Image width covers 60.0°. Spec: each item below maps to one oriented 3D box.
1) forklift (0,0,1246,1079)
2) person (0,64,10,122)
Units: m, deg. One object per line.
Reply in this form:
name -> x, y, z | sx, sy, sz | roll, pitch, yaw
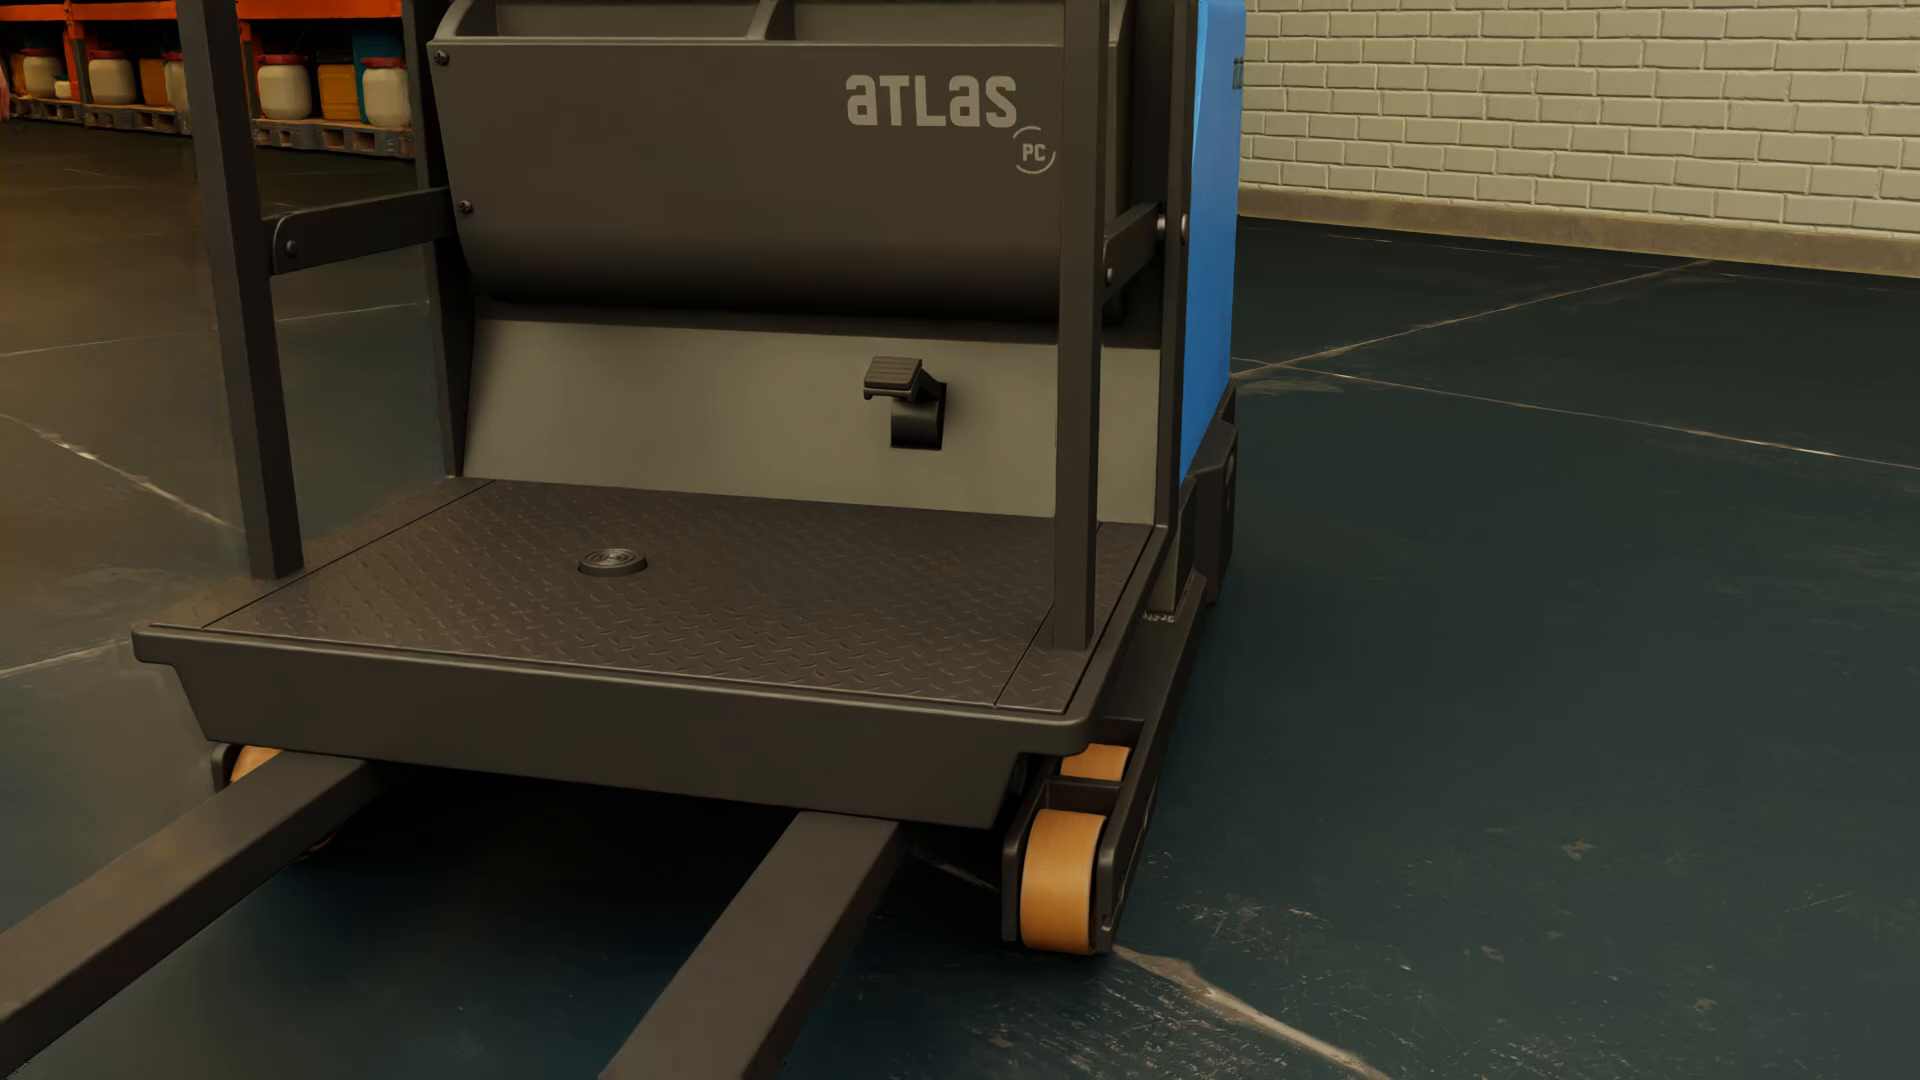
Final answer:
forklift -> -0.293, -1.055, 1.843 | 1.130, 2.935, 3.031 | 4, 18, 13
person -> -2.225, -0.786, 3.104 | 0.798, 1.669, 0.733 | -6, 18, -19
